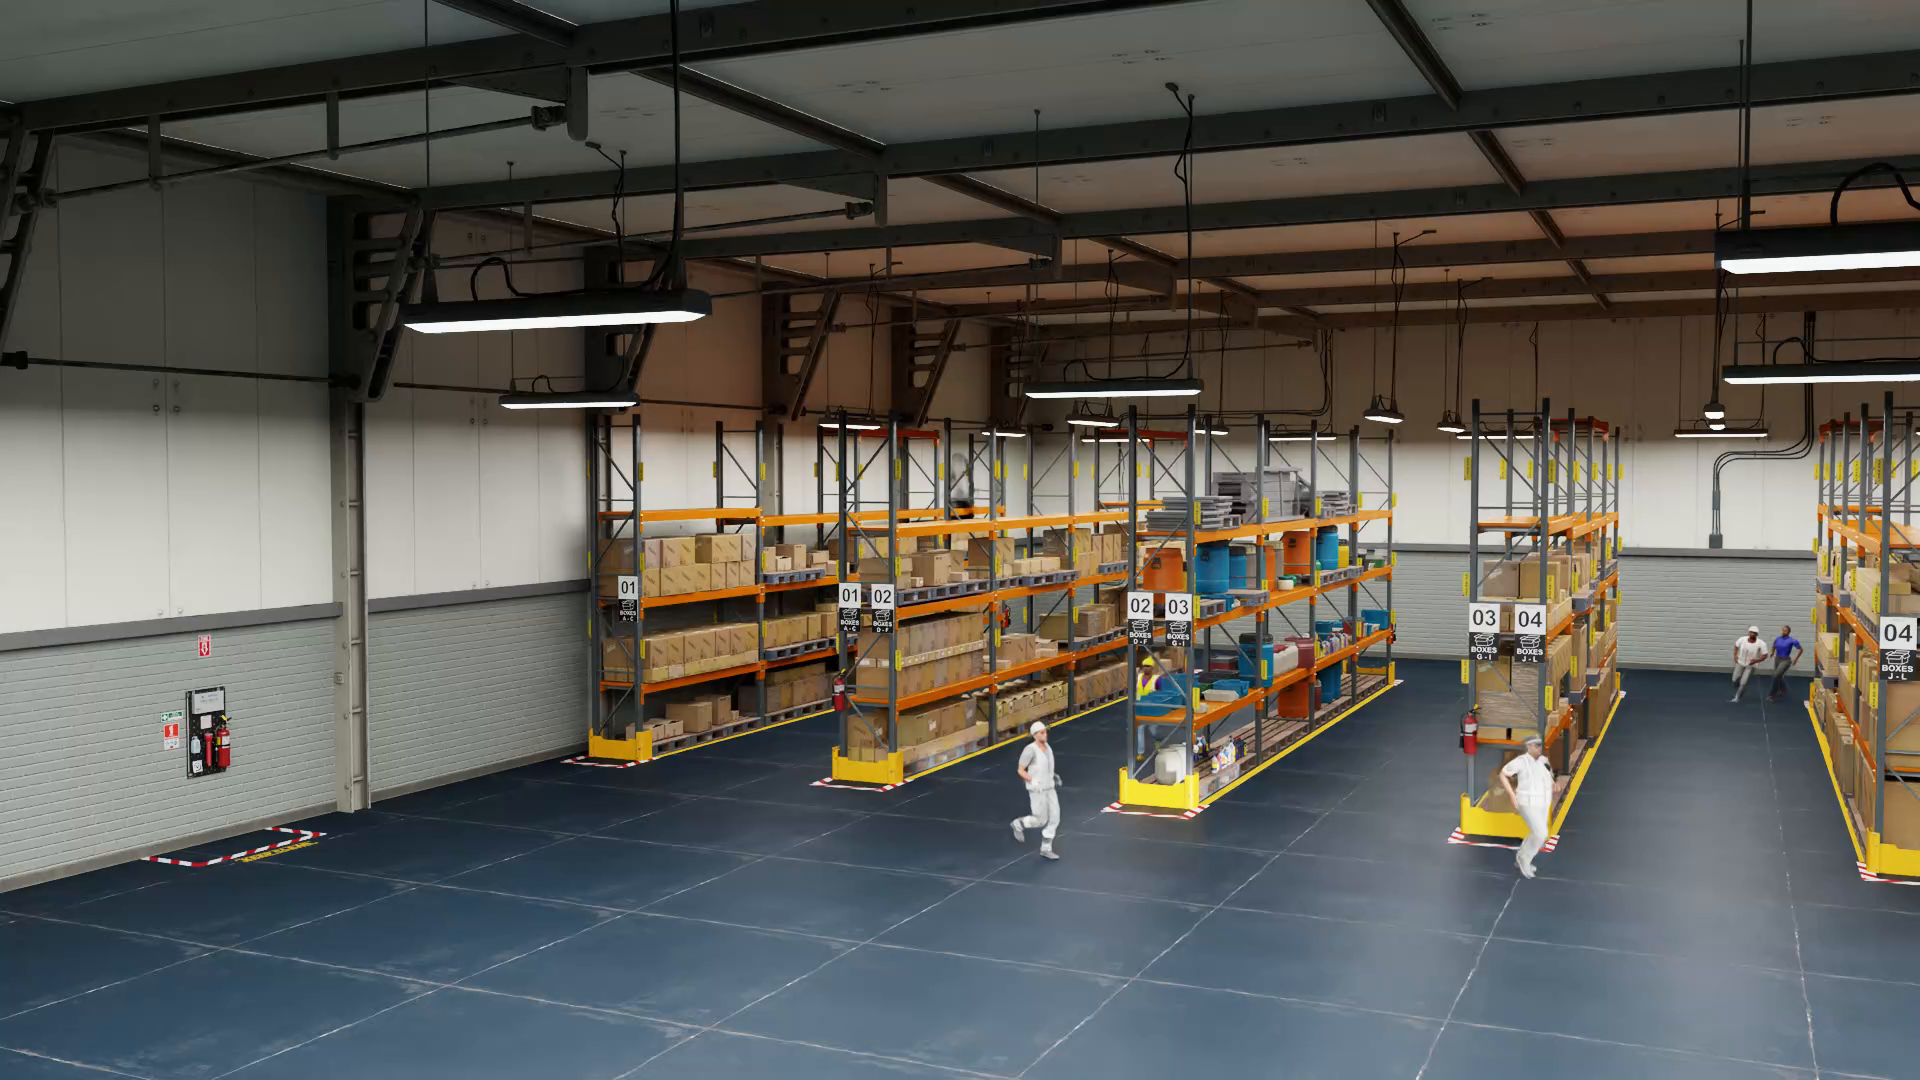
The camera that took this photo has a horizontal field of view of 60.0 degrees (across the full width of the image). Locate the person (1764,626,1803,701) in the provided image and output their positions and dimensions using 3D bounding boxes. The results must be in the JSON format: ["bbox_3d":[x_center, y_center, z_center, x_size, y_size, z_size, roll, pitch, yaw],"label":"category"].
[{"bbox_3d":[17.963,2.699,36.298,0.796,1.678,0.665,-1,3,-22],"label":"person"}]

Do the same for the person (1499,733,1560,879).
[{"bbox_3d":[7.098,3.278,20.515,0.642,1.794,0.694,-1,3,-30],"label":"person"}]

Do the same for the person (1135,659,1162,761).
[{"bbox_3d":[3.252,2.934,28.875,0.714,1.744,0.932,1,3,23],"label":"person"}]

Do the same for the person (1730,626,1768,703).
[{"bbox_3d":[17.036,2.691,35.899,0.752,1.679,0.602,2,3,44],"label":"person"}]

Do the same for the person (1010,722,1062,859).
[{"bbox_3d":[1.015,3.243,21.662,0.744,1.759,0.655,2,3,43],"label":"person"}]
